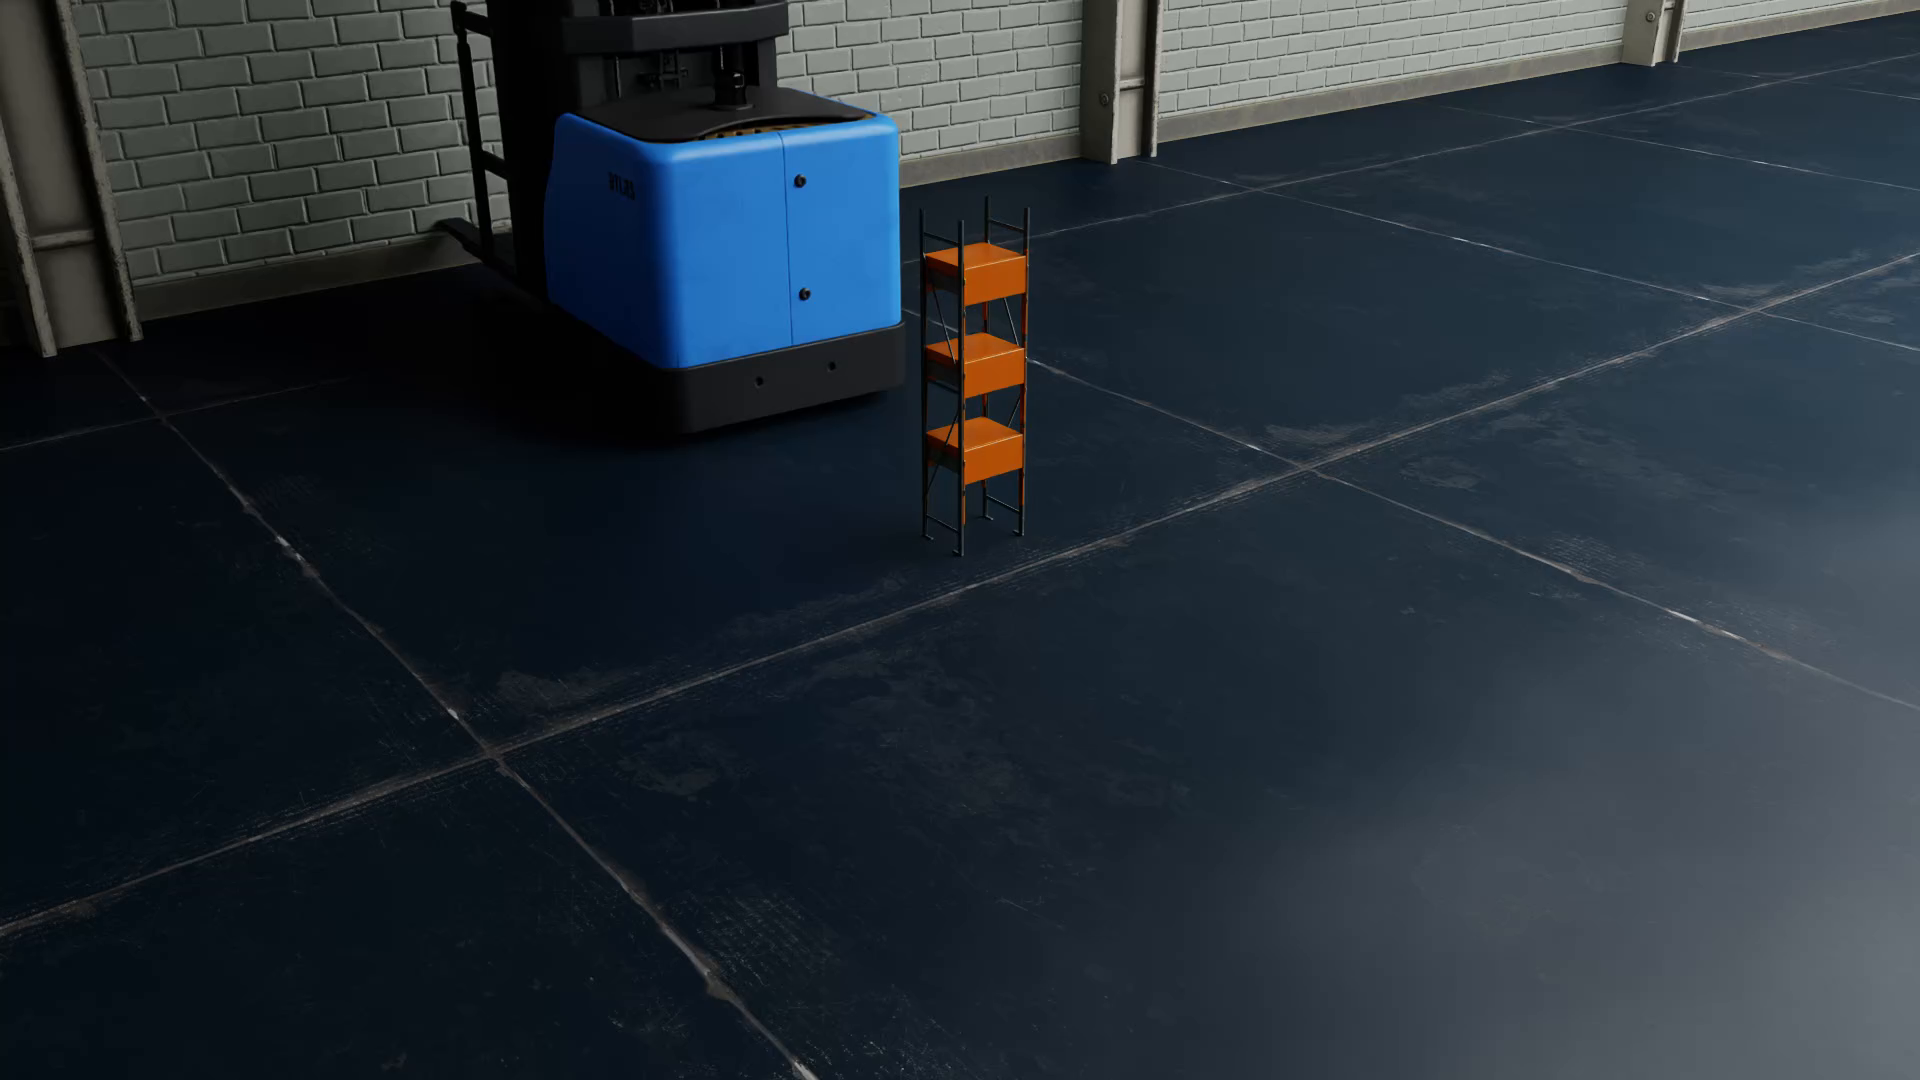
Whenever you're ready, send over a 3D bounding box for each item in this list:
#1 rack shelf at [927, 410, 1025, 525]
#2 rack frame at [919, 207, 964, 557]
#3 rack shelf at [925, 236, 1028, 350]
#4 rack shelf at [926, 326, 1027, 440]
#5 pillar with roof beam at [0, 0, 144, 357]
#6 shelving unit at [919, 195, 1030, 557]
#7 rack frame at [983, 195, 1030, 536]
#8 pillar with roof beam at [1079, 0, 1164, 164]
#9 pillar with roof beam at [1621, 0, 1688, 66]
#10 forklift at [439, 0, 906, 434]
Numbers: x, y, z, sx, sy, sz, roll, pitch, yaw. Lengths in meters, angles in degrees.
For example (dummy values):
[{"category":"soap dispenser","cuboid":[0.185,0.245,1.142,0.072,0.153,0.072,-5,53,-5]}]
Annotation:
[{"category":"rack shelf","cuboid":[0.042,-0.228,5.180,0.240,0.259,0.215,-18,31,-34]},{"category":"rack frame","cuboid":[-0.054,-0.458,4.991,0.008,1.050,0.200,-18,31,-34]},{"category":"rack shelf","cuboid":[0.042,-0.738,4.944,0.240,0.259,0.215,-18,31,-34]},{"category":"rack shelf","cuboid":[0.042,-0.481,5.063,0.240,0.259,0.215,-18,31,-34]},{"category":"pillar with roof beam","cuboid":[-1.076,-3.512,2.127,0.400,9.000,9.100,-18,31,-34]},{"category":"shelving unit","cuboid":[0.042,-0.490,5.059,0.252,1.050,0.215,-18,31,-34]},{"category":"rack frame","cuboid":[0.138,-0.522,5.127,0.008,1.050,0.200,-18,31,-34]},{"category":"pillar with roof beam","cuboid":[3.646,-5.070,5.486,0.400,9.000,9.100,-18,31,-34]},{"category":"pillar with roof beam","cuboid":[8.367,-6.629,8.844,0.400,9.000,9.100,-18,31,-34]},{"category":"forklift","cuboid":[-1.450,-2.270,6.660,1.130,2.935,3.031,-16,29,-31]}]
